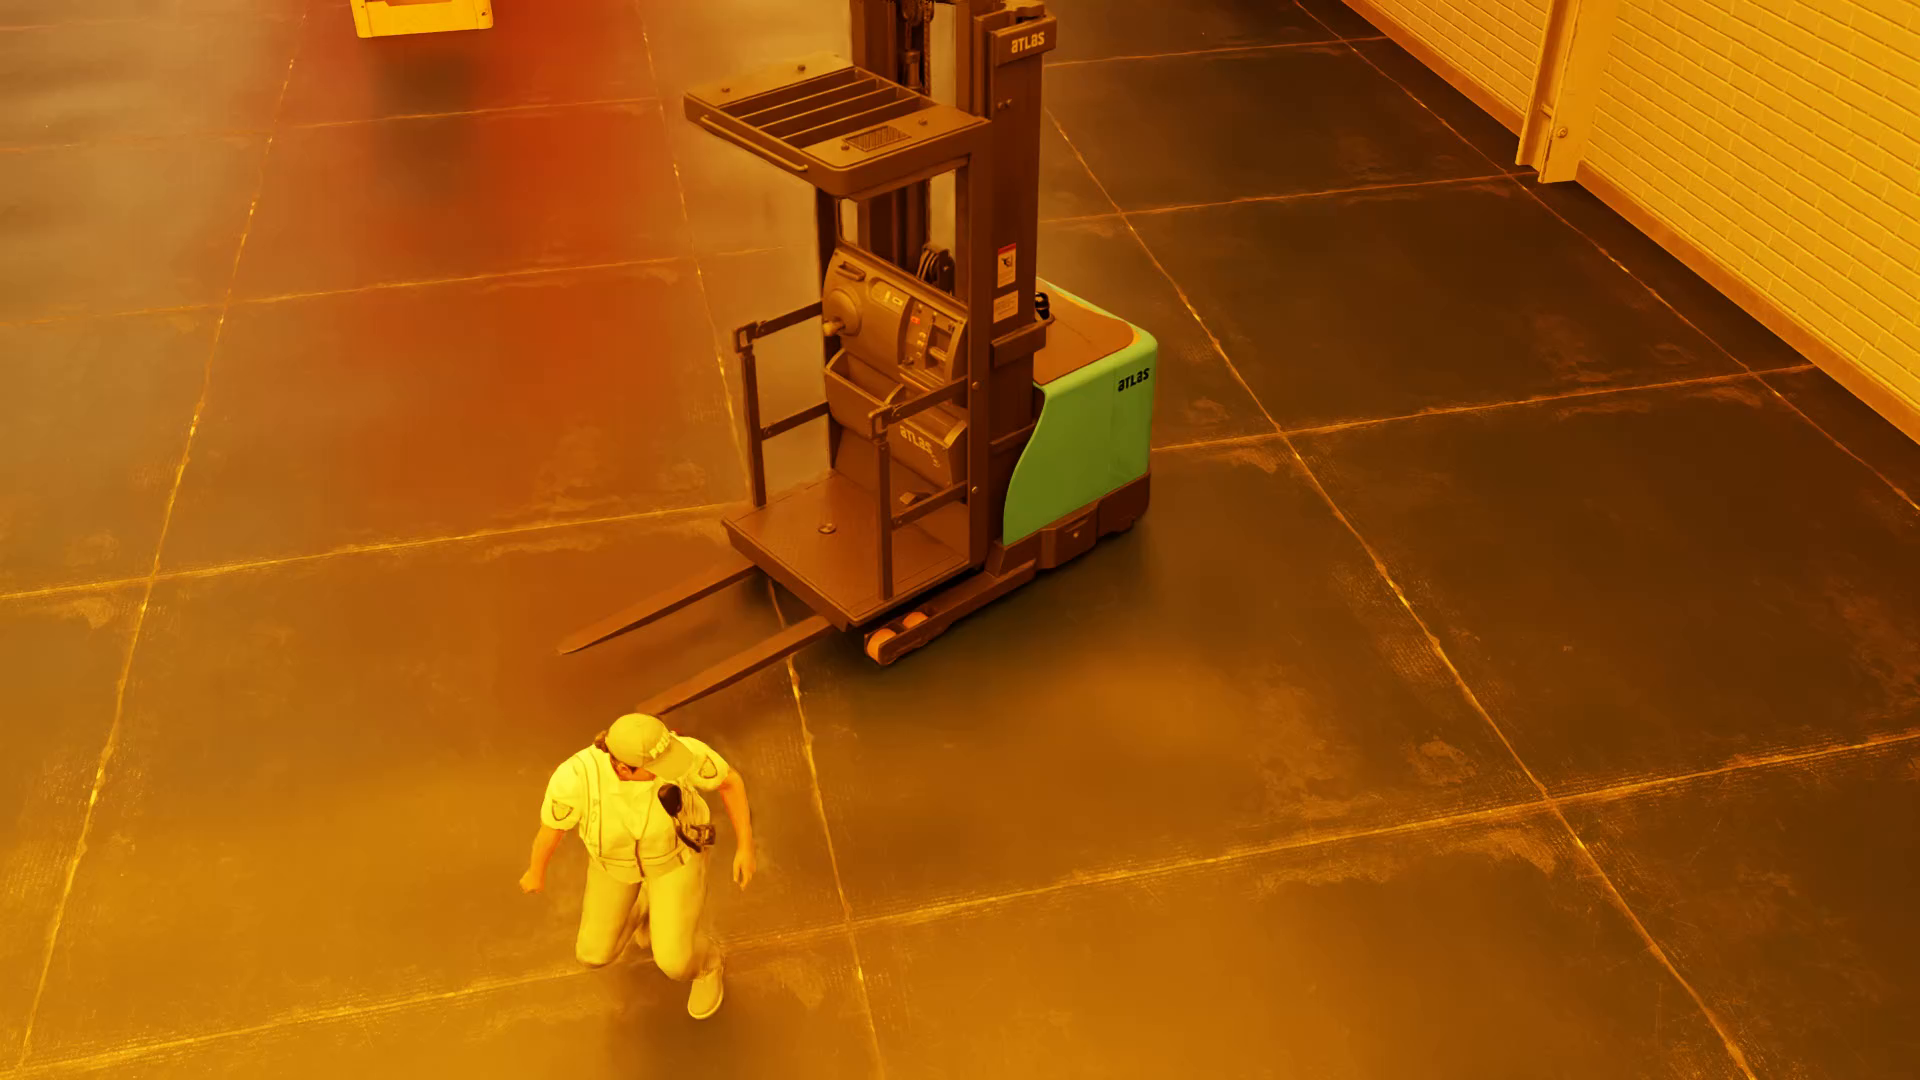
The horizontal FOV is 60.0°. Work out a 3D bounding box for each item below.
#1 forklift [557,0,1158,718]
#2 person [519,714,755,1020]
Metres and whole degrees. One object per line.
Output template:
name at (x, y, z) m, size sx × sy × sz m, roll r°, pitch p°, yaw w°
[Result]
forklift at (-0.461, -0.956, 7.379) m, size 3.031 × 2.935 × 1.130 m, roll -27°, pitch 44°, yaw -32°
person at (-1.132, 1.076, 5.840) m, size 0.834 × 1.480 × 0.565 m, roll -1°, pitch 36°, yaw -1°
